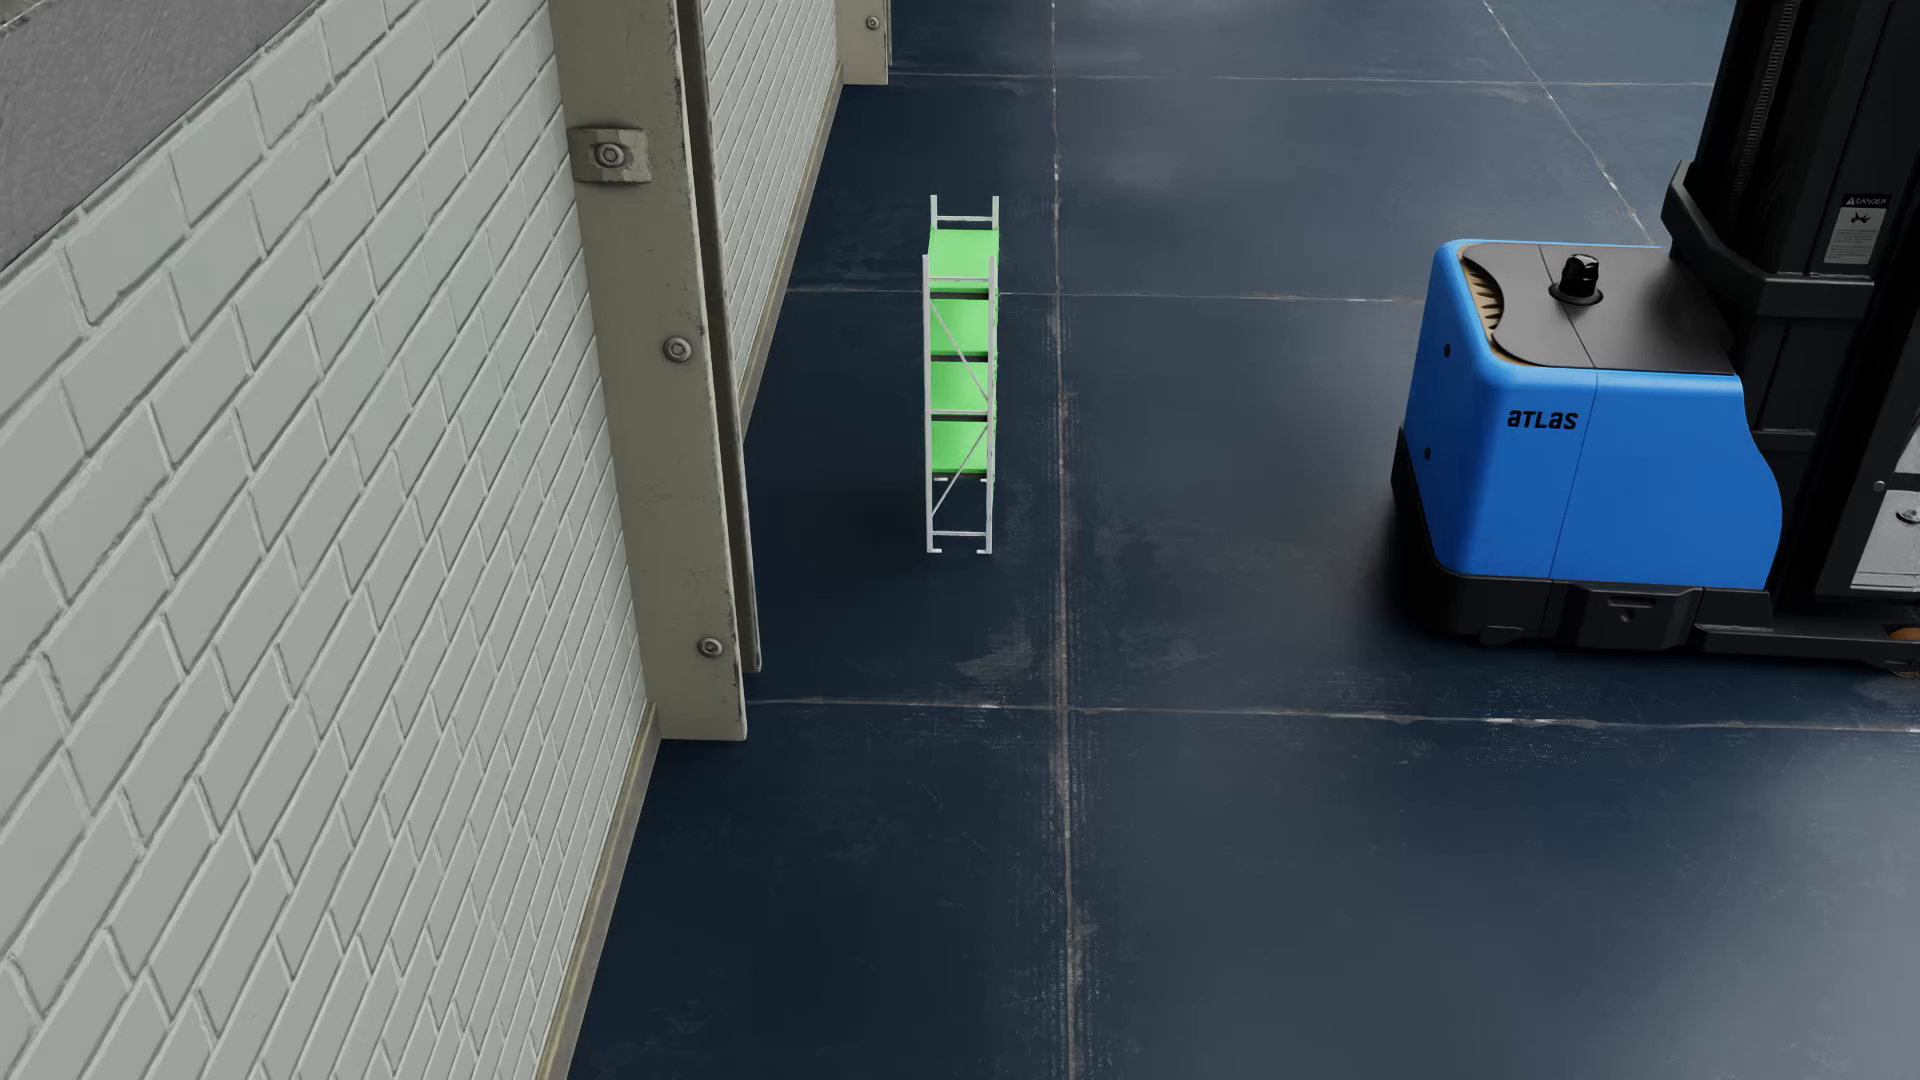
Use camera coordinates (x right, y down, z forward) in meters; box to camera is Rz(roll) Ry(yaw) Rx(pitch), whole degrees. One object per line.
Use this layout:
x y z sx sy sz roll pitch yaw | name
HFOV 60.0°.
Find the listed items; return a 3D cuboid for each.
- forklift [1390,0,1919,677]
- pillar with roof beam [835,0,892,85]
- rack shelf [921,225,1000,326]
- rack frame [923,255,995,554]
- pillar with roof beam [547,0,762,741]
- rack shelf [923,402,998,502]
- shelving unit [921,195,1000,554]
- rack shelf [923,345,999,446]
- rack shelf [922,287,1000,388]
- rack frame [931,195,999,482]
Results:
3.141 -1.049 5.194 3.031 2.935 1.130 3 35 4 | forklift
3.706 -6.504 7.678 9.100 9.000 0.400 1 35 2 | pillar with roof beam
0.007 -0.926 5.801 0.258 0.148 0.480 1 35 2 | rack shelf
-0.003 -0.446 5.841 0.240 1.200 0.015 1 35 2 | rack frame
3.465 -3.056 2.773 9.100 9.000 0.400 1 35 2 | pillar with roof beam
0.007 -0.337 6.215 0.258 0.148 0.480 1 35 2 | rack shelf
0.007 -0.586 6.040 0.258 1.200 0.503 1 35 2 | shelving unit
0.007 -0.534 6.077 0.258 0.148 0.480 1 35 2 | rack shelf
0.007 -0.730 5.939 0.258 0.148 0.480 1 35 2 | rack shelf
0.016 -0.726 6.240 0.240 1.200 0.015 1 35 2 | rack frame
